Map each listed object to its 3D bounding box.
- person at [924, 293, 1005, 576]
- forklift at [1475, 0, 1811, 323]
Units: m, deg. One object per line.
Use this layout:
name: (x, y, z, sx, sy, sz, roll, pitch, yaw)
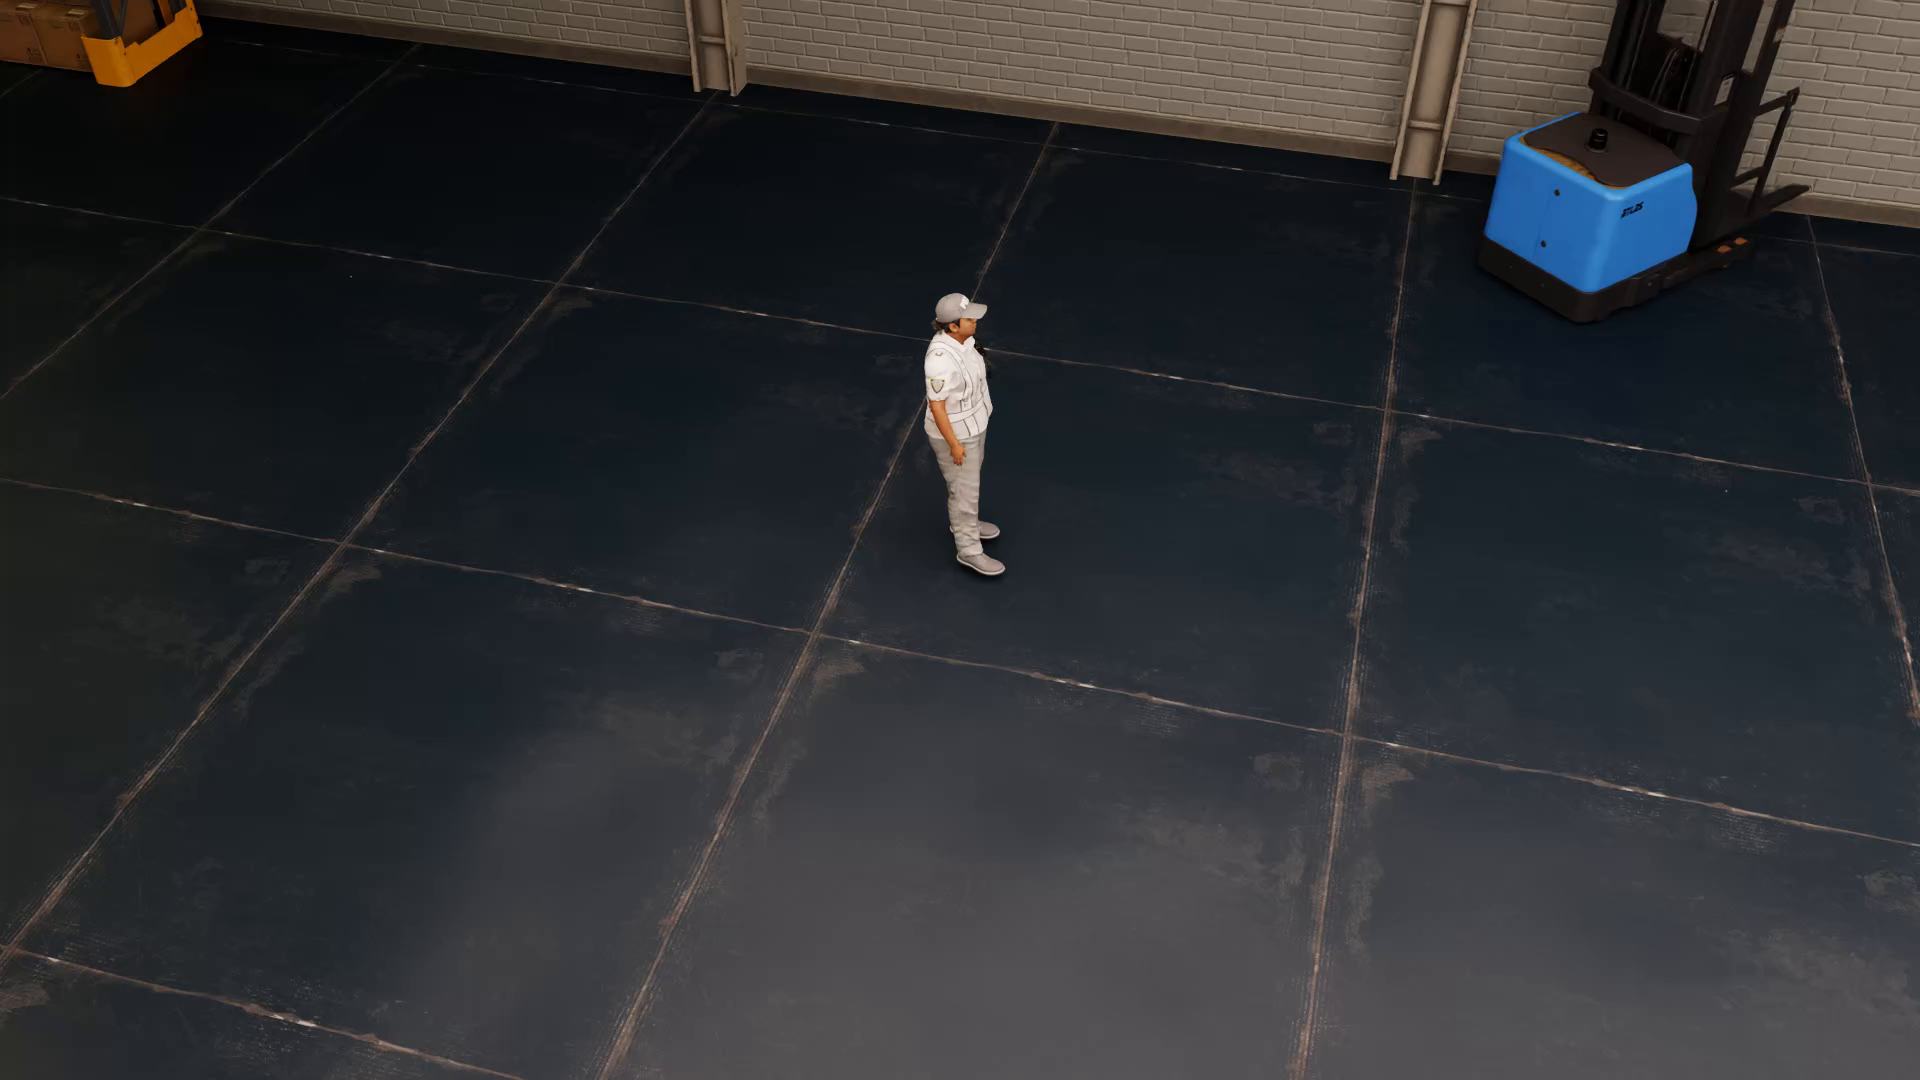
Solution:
person: (0.068, -0.635, 9.473, 0.528, 1.669, 0.598, 10, 42, 11)
forklift: (5.328, -3.395, 11.735, 3.031, 2.935, 1.130, -24, 47, -25)
